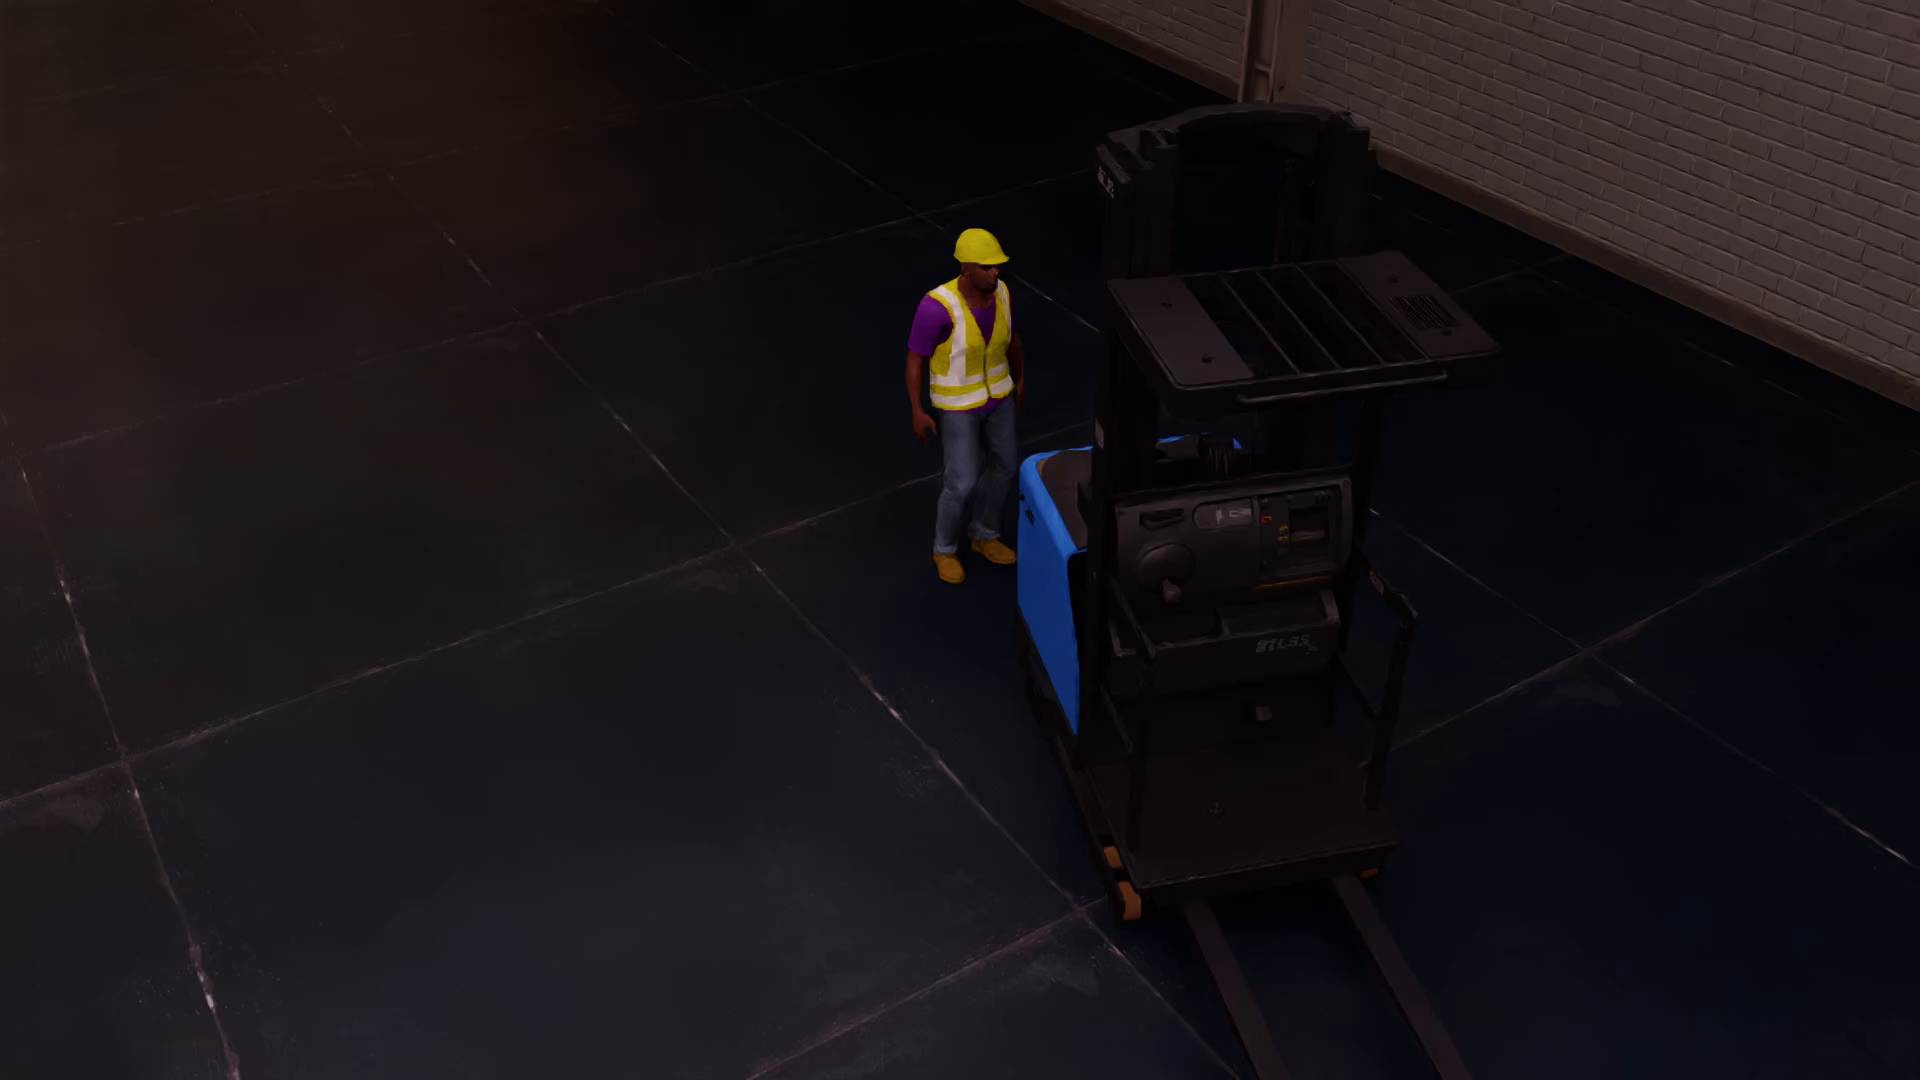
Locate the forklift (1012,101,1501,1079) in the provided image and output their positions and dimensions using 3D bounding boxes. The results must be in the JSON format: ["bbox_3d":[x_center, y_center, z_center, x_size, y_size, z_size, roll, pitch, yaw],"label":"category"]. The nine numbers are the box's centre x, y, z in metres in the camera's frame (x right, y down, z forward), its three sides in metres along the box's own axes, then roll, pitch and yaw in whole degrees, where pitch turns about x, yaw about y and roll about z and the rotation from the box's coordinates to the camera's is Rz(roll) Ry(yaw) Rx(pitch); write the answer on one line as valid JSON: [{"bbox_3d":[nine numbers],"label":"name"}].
[{"bbox_3d":[1.081,0.061,6.060,1.130,2.935,3.031,-8,36,-11],"label":"forklift"}]

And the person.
[{"bbox_3d":[0.092,-0.666,8.133,0.716,1.753,0.511,-23,41,-29],"label":"person"}]
